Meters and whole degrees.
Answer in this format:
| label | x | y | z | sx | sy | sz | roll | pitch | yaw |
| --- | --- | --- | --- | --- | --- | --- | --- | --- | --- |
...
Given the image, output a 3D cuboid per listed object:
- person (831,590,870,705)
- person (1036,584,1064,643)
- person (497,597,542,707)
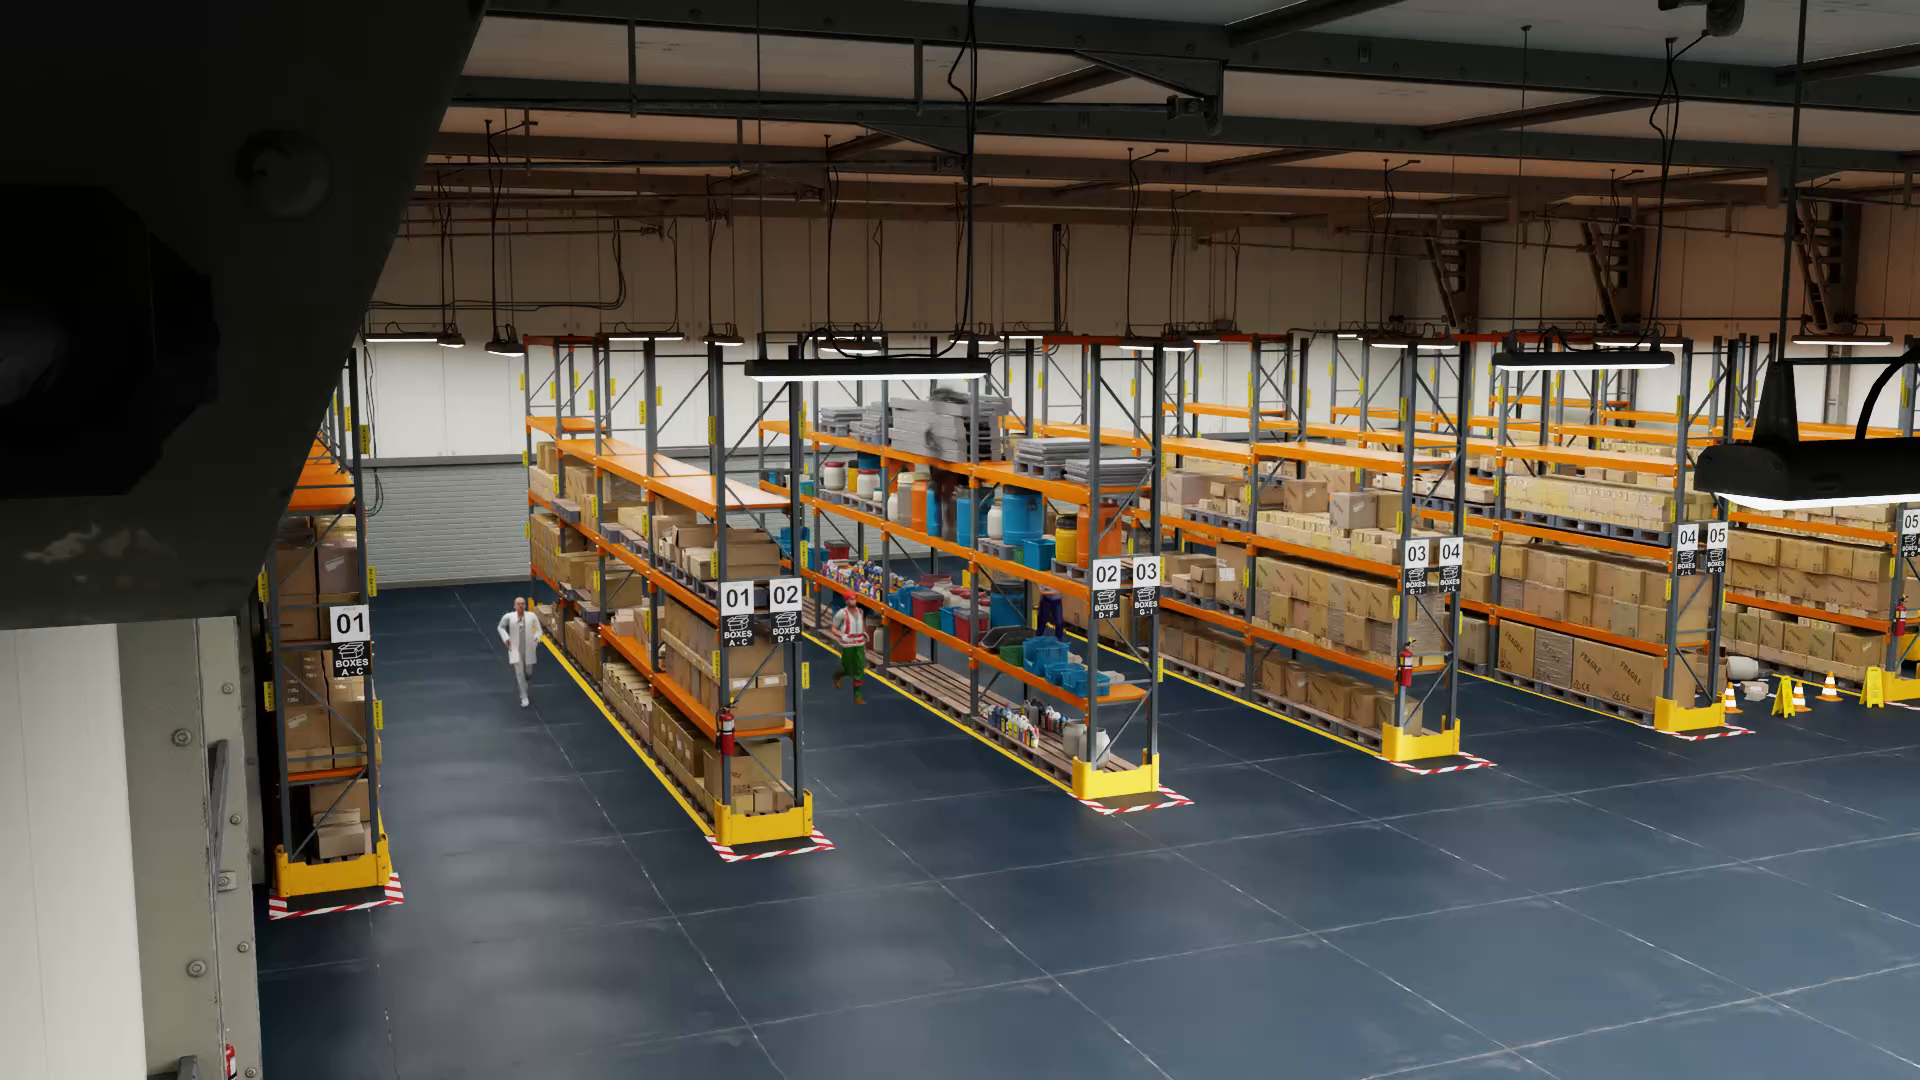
| label | x | y | z | sx | sy | sz | roll | pitch | yaw |
| --- | --- | --- | --- | --- | --- | --- | --- | --- | --- |
| person | -1.724 | 1.677 | 26.305 | 0.657 | 1.786 | 0.863 | -5 | 9 | -35 |
| person | 1.664 | 1.260 | 30.392 | 0.574 | 1.771 | 0.758 | -4 | 9 | -27 |
| person | -7.276 | 1.819 | 27.554 | 0.711 | 1.765 | 0.880 | -3 | 8 | -21 |
